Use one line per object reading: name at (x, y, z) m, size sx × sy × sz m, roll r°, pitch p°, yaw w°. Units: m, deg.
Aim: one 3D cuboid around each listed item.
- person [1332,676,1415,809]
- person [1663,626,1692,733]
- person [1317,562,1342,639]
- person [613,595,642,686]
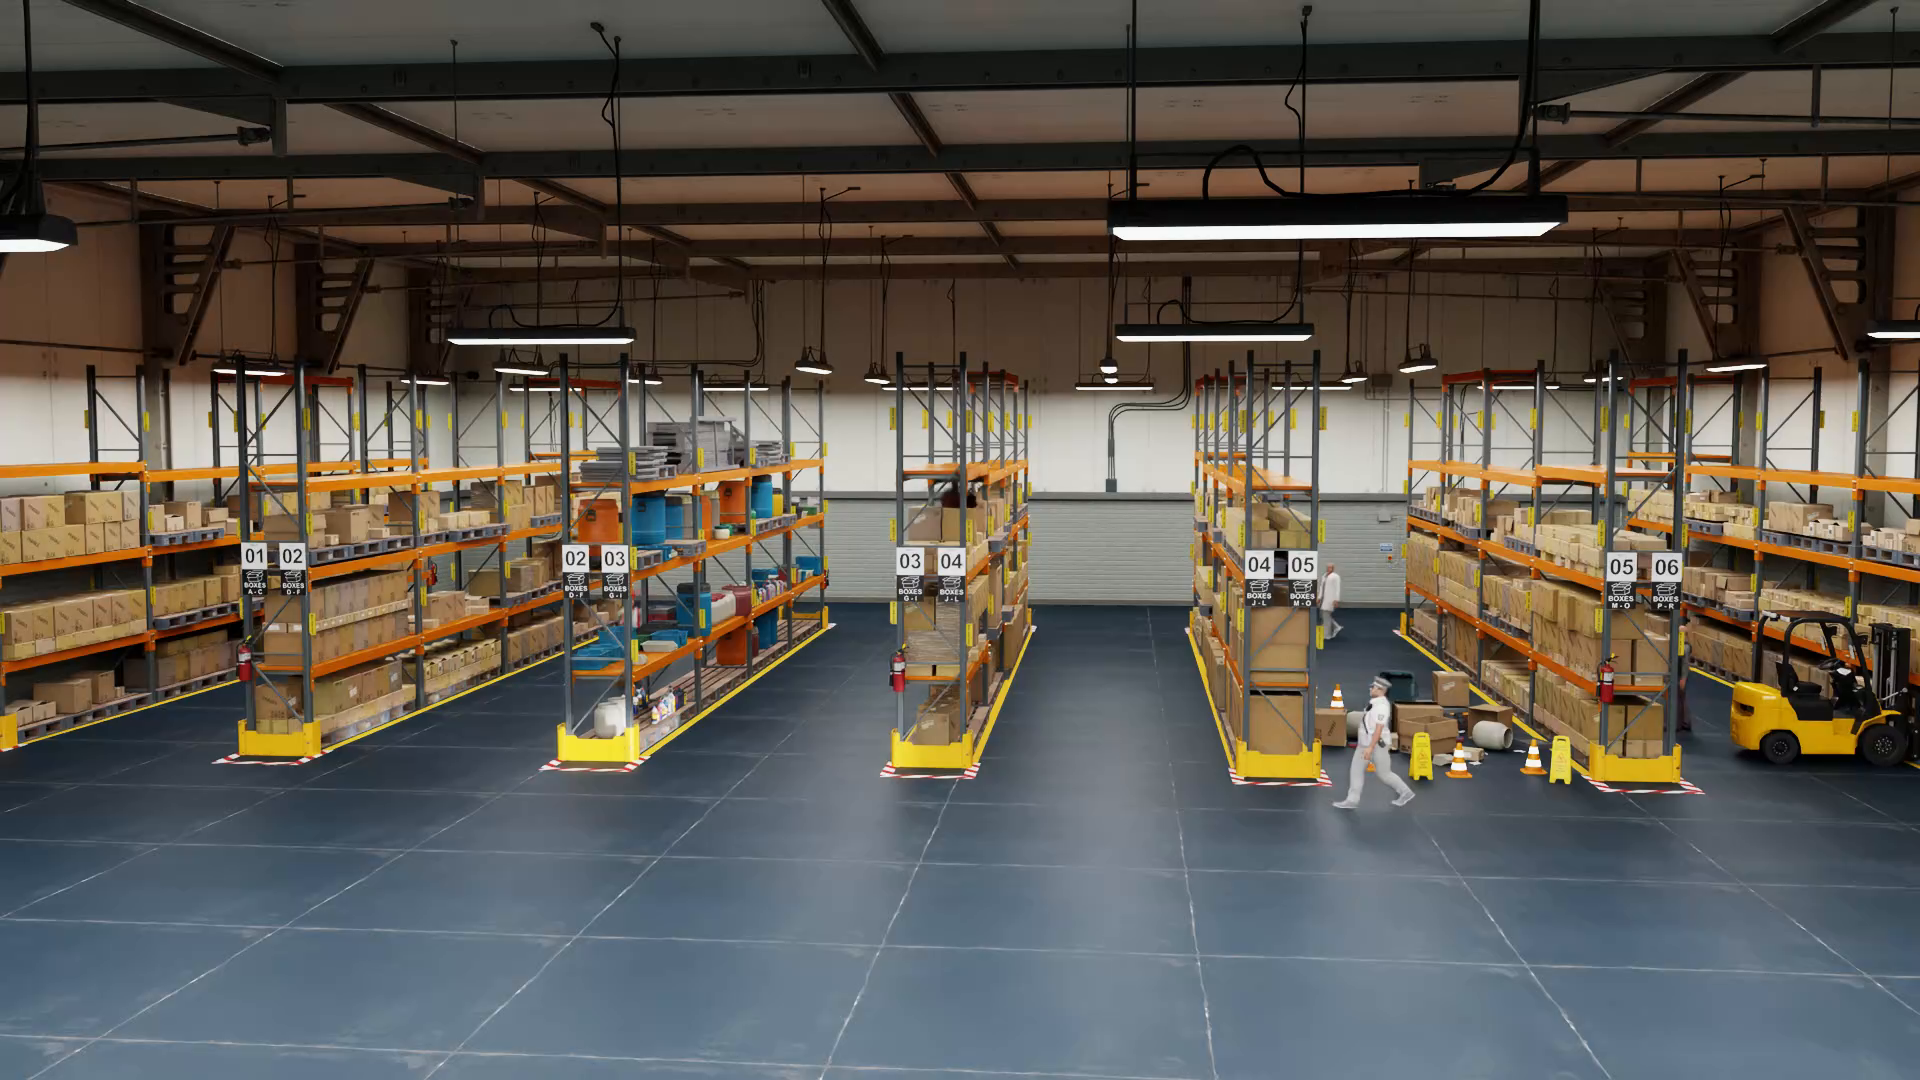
person at (5.348, 2.612, 21.378) m, size 1.000 × 1.740 × 0.514 m, roll -1°, pitch 4°, yaw -17°
person at (11.609, 2.239, 26.892) m, size 0.441 × 1.723 × 0.562 m, roll 2°, pitch 5°, yaw 31°
person at (8.520, 1.419, 38.396) m, size 0.673 × 1.774 × 0.582 m, roll -1°, pitch 4°, yaw -9°
person at (-6.229, 1.871, 31.464) m, size 0.688 × 1.732 × 1.023 m, roll 0°, pitch 4°, yaw 6°
